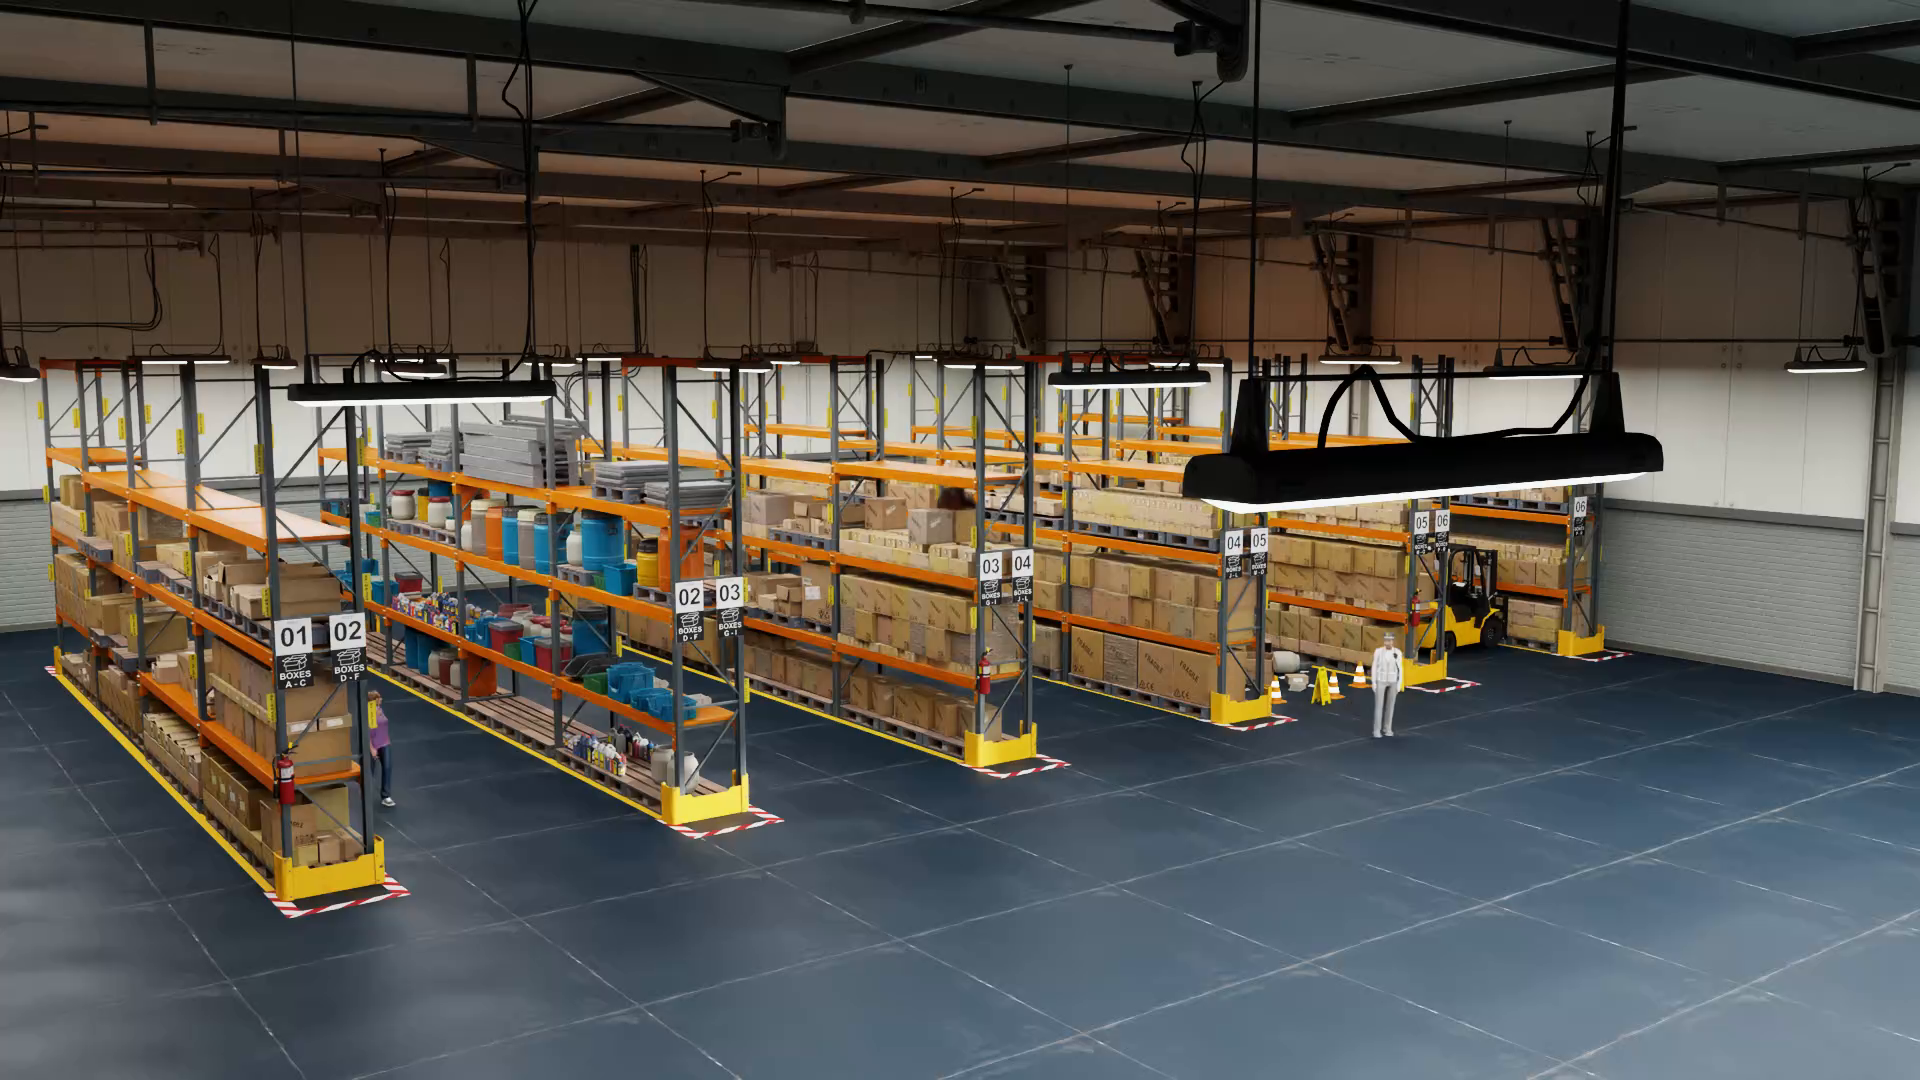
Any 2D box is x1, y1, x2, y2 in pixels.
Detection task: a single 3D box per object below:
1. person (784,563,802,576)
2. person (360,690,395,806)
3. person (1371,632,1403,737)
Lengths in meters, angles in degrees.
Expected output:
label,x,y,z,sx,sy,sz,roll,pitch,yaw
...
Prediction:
label,x,y,z,sx,sy,sz,roll,pitch,yaw
person,-4.203,0.455,42.174,0.502,1.595,1.023,-4,8,-29
person,-8.021,2.821,22.782,0.390,1.557,0.846,-6,9,-40
person,6.837,2.301,26.616,0.499,1.696,0.421,1,7,7
